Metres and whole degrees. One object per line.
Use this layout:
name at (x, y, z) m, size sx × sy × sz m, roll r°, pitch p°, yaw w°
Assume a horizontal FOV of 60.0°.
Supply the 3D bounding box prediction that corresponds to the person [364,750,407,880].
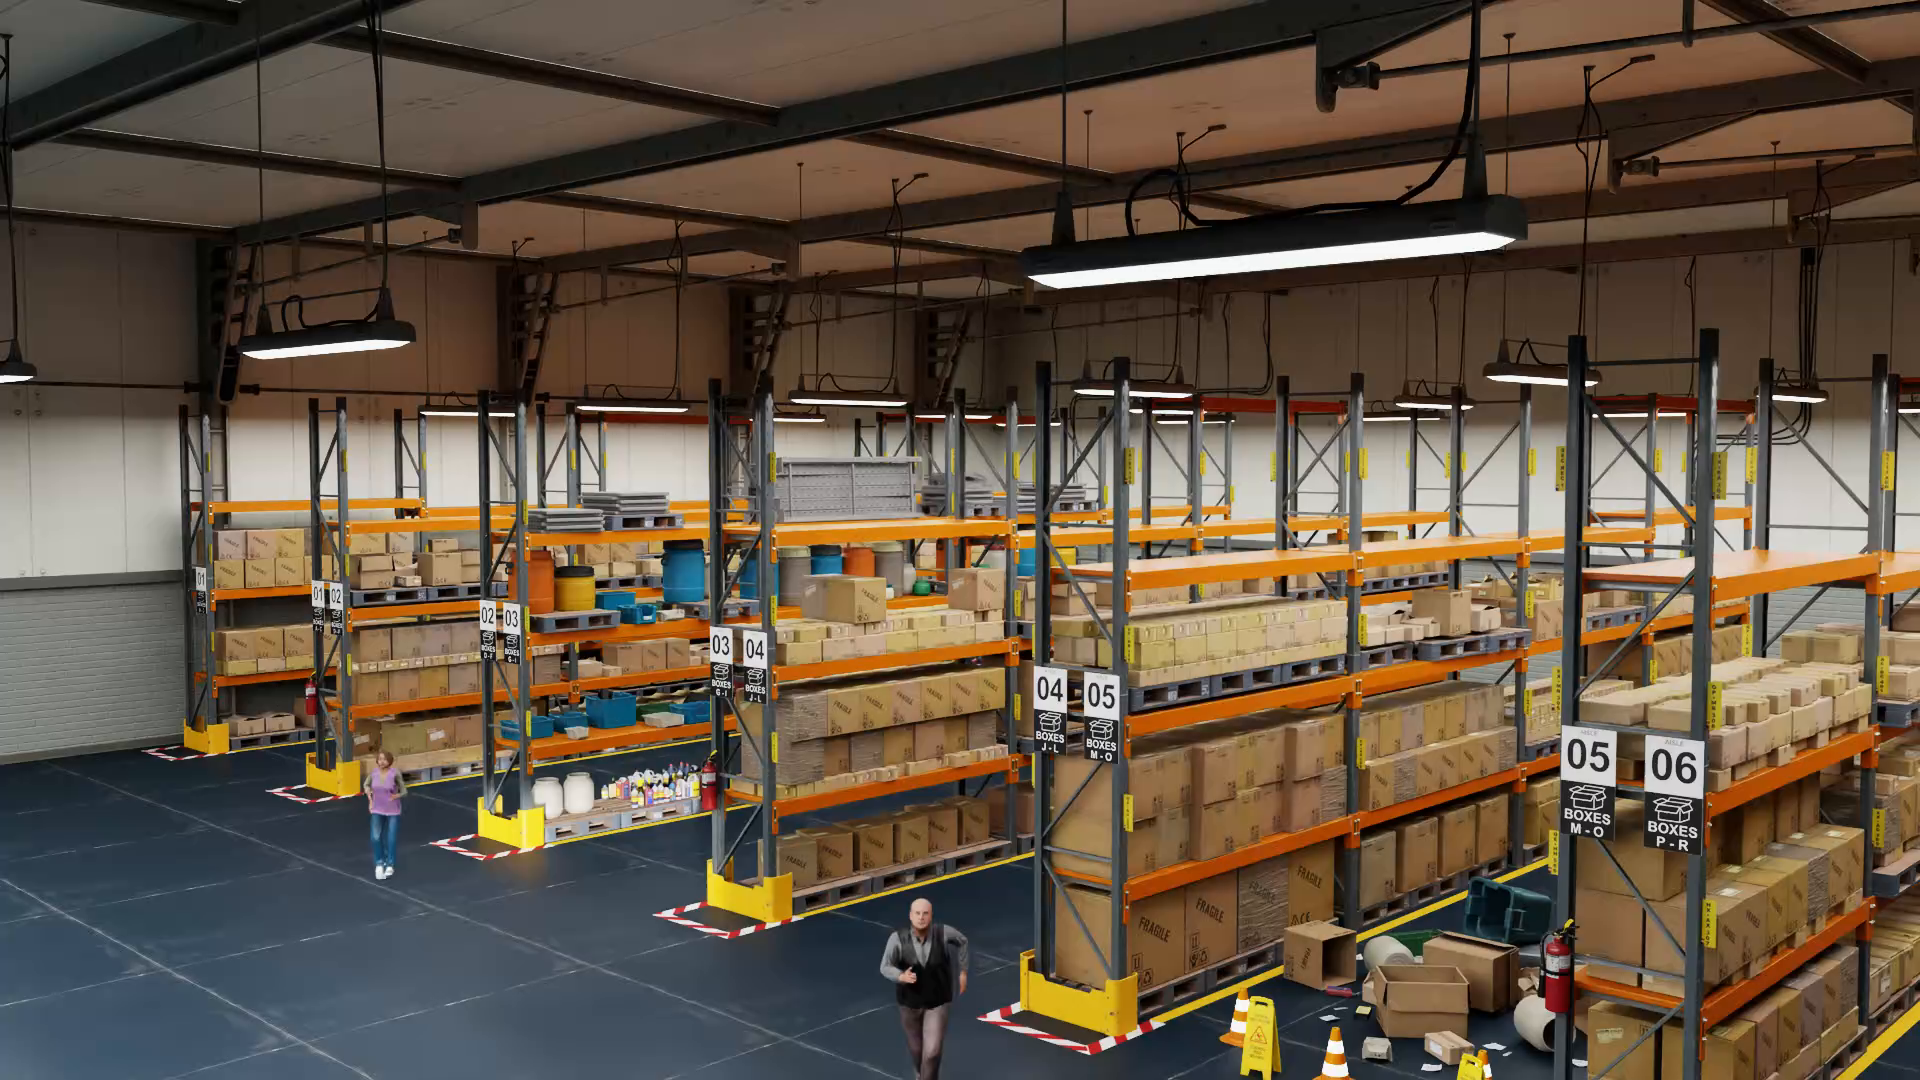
person at (-6.942, 3.314, 20.044) m, size 0.542 × 1.574 × 0.632 m, roll 0°, pitch 3°, yaw -9°

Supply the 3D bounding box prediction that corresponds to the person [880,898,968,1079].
person at (-0.279, 3.631, 12.942) m, size 0.678 × 1.767 × 0.857 m, roll 0°, pitch 3°, yaw 1°
